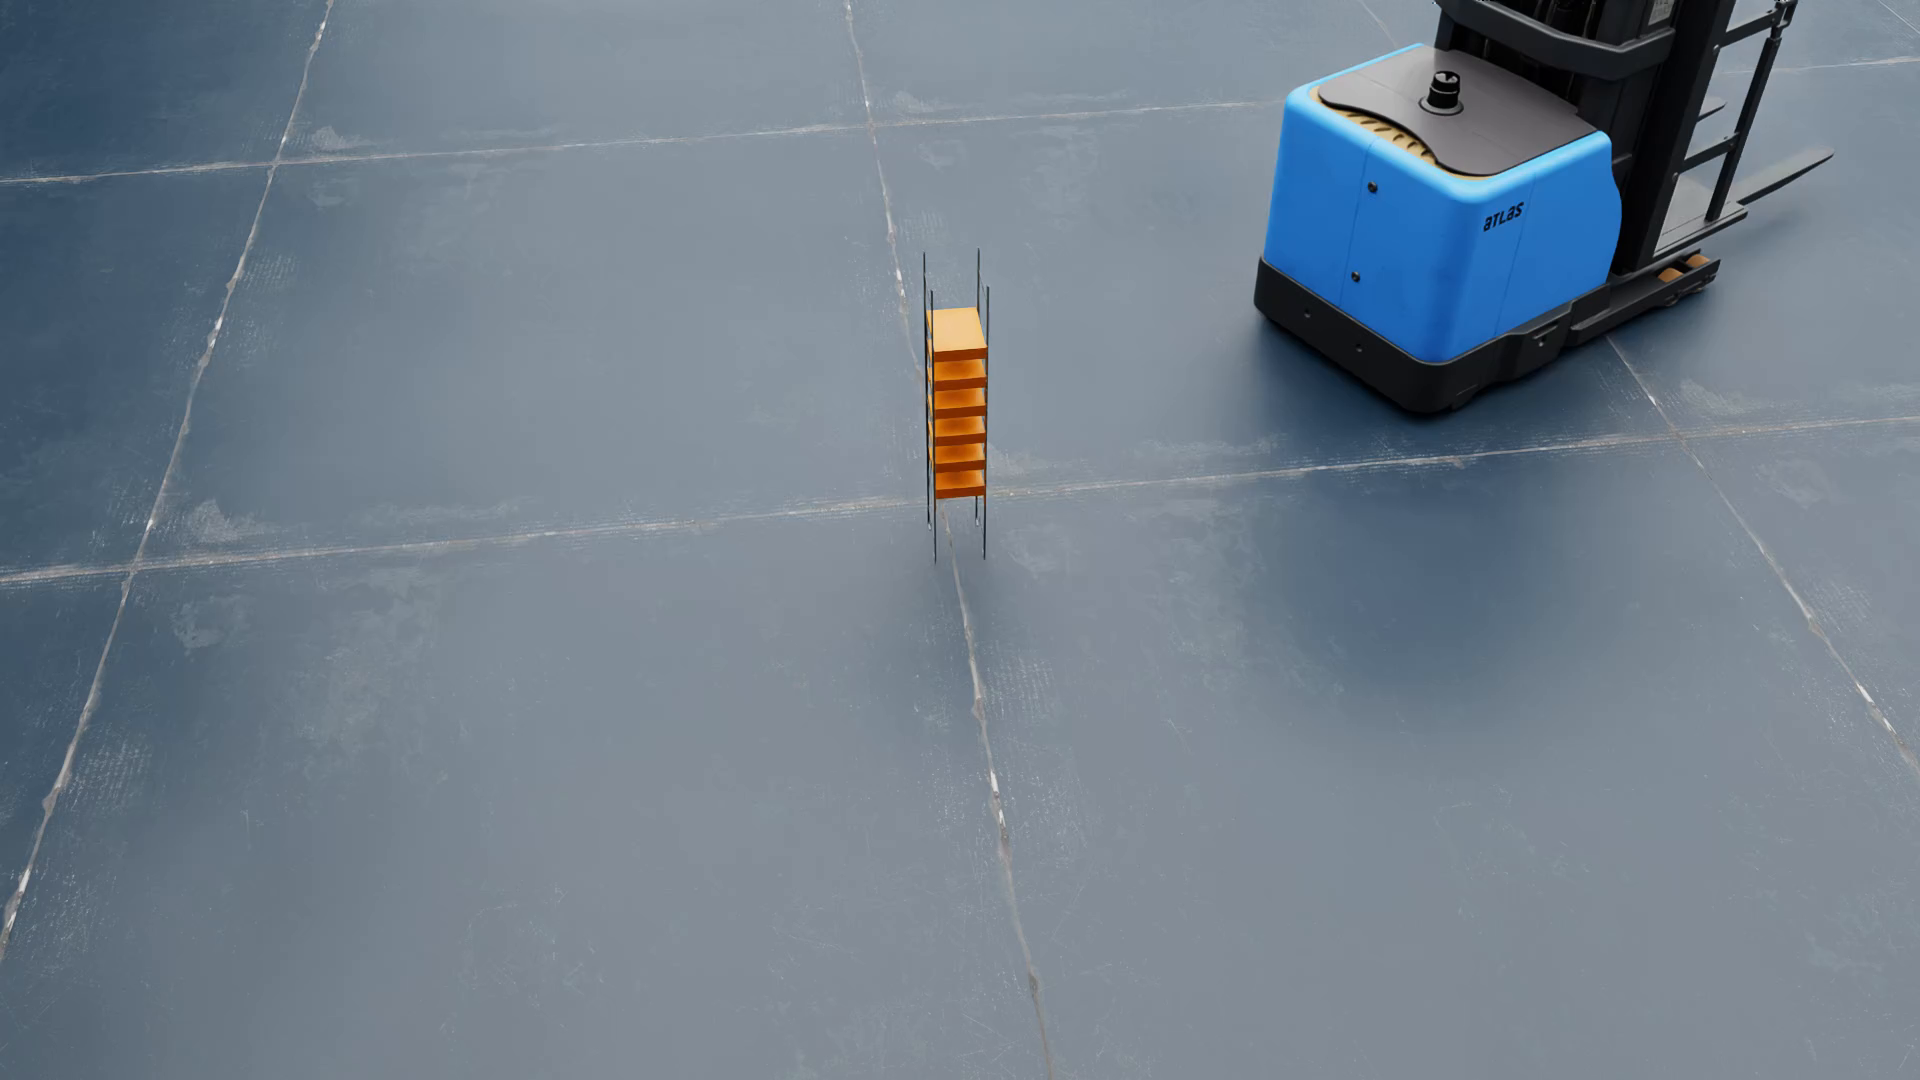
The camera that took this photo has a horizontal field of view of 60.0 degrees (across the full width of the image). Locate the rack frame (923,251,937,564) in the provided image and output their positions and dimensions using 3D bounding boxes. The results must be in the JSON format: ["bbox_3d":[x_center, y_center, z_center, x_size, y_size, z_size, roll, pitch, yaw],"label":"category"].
[{"bbox_3d":[-0.105,-0.436,5.838,0.006,1.200,0.240,-5,42,-6],"label":"rack frame"}]

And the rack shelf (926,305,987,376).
[{"bbox_3d":[-0.014,-0.679,5.635,0.180,0.103,0.258,-5,42,-6],"label":"rack shelf"}]

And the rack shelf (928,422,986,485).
[{"bbox_3d":[-0.014,-0.322,5.957,0.180,0.103,0.258,-5,42,-6],"label":"rack shelf"}]

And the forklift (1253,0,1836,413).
[{"bbox_3d":[2.784,-2.392,6.714,3.031,2.935,1.130,-25,48,-25],"label":"forklift"}]

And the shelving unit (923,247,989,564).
[{"bbox_3d":[-0.014,-0.444,5.847,0.189,1.200,0.258,-5,42,-6],"label":"shelving unit"}]

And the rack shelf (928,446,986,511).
[{"bbox_3d":[-0.014,-0.233,6.037,0.180,0.103,0.258,-5,42,-6],"label":"rack shelf"}]

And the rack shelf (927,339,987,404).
[{"bbox_3d":[-0.014,-0.589,5.716,0.180,0.103,0.258,-5,42,-6],"label":"rack shelf"}]

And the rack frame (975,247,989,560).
[{"bbox_3d":[0.076,-0.452,5.856,0.006,1.200,0.240,-5,42,-6],"label":"rack frame"}]

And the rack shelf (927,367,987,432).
[{"bbox_3d":[-0.014,-0.500,5.796,0.180,0.103,0.258,-5,42,-6],"label":"rack shelf"}]

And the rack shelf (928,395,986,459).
[{"bbox_3d":[-0.014,-0.411,5.876,0.180,0.103,0.258,-5,42,-6],"label":"rack shelf"}]
